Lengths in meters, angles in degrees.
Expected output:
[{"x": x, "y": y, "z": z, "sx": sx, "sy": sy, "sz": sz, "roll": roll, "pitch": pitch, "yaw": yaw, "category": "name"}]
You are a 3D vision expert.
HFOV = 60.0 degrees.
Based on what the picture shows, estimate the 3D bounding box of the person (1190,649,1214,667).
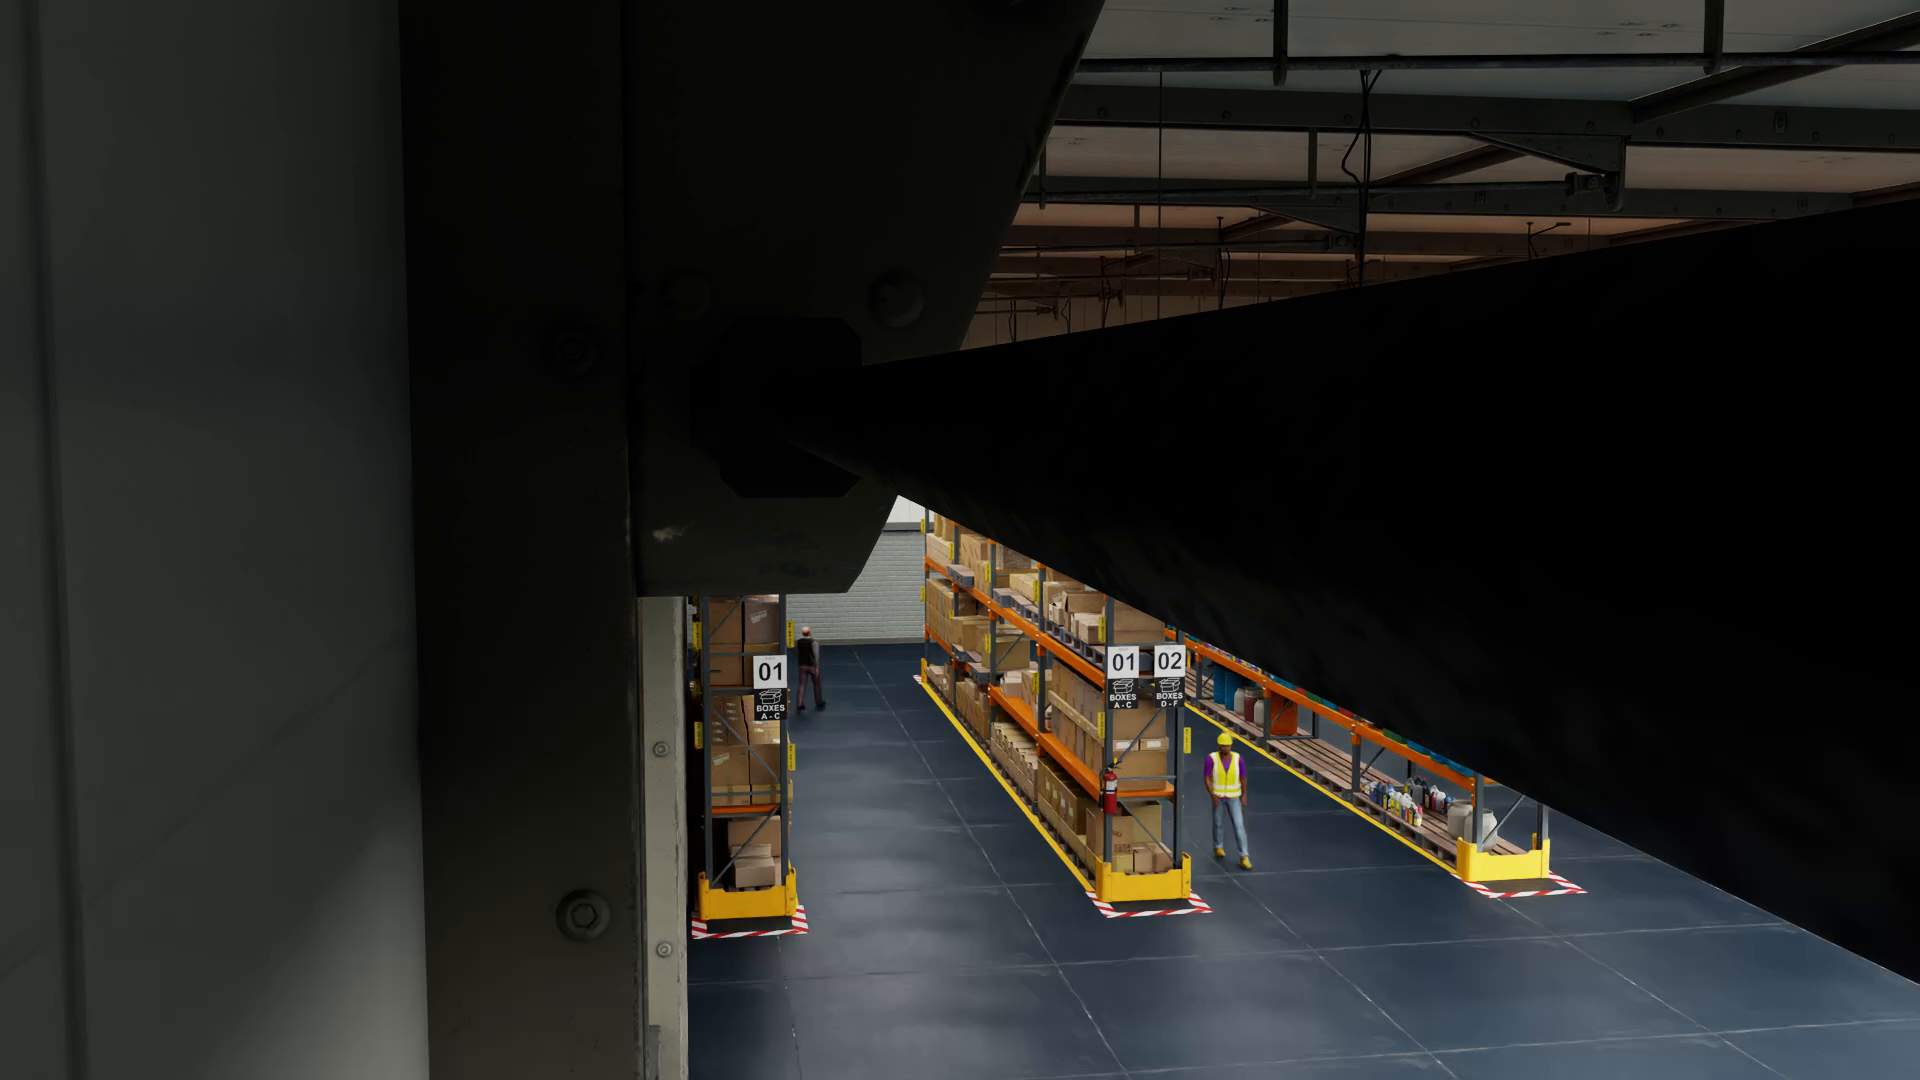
[{"x": 5.570, "y": 2.137, "z": 38.422, "sx": 0.874, "sy": 1.603, "sz": 0.491, "roll": 4, "pitch": 6, "yaw": 39, "category": "person"}]

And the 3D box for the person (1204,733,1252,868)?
[{"x": 3.617, "y": 3.478, "z": 22.467, "sx": 0.646, "sy": 1.730, "sz": 0.853, "roll": 1, "pitch": 5, "yaw": 8, "category": "person"}]

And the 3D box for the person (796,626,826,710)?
[{"x": -3.029, "y": 2.549, "z": 33.298, "sx": 0.522, "sy": 1.674, "sz": 1.018, "roll": 1, "pitch": 5, "yaw": 12, "category": "person"}]
